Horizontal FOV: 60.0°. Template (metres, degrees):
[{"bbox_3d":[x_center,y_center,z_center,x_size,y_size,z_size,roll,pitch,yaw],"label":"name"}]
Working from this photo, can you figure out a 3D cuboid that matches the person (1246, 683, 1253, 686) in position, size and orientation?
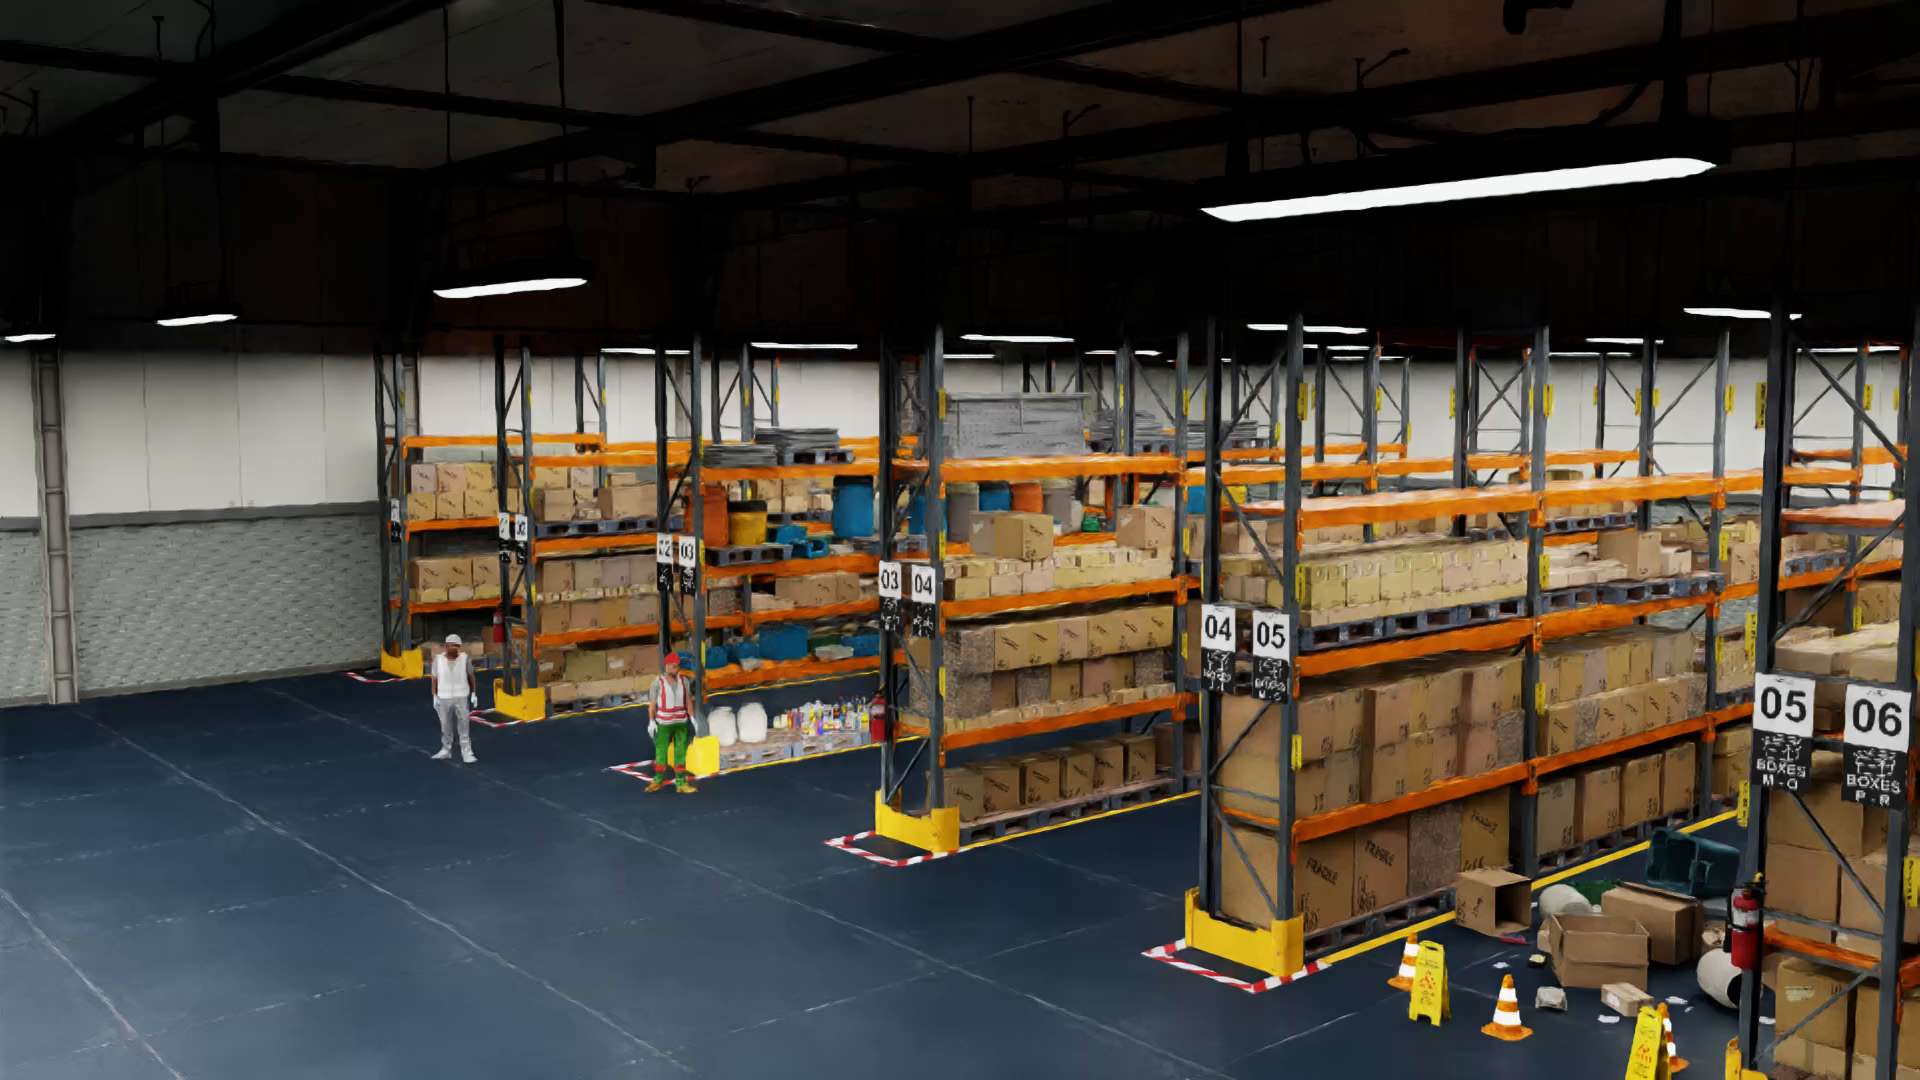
[{"bbox_3d":[3.689,2.504,20.346,0.621,1.606,0.827,3,6,32],"label":"person"}]

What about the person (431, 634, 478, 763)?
[{"bbox_3d":[-7.012,2.178,23.013,0.645,1.789,0.493,-1,5,-12],"label":"person"}]

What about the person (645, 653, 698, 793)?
[{"bbox_3d":[-3.704,2.336,21.264,0.673,1.795,0.464,-3,6,-27],"label":"person"}]
